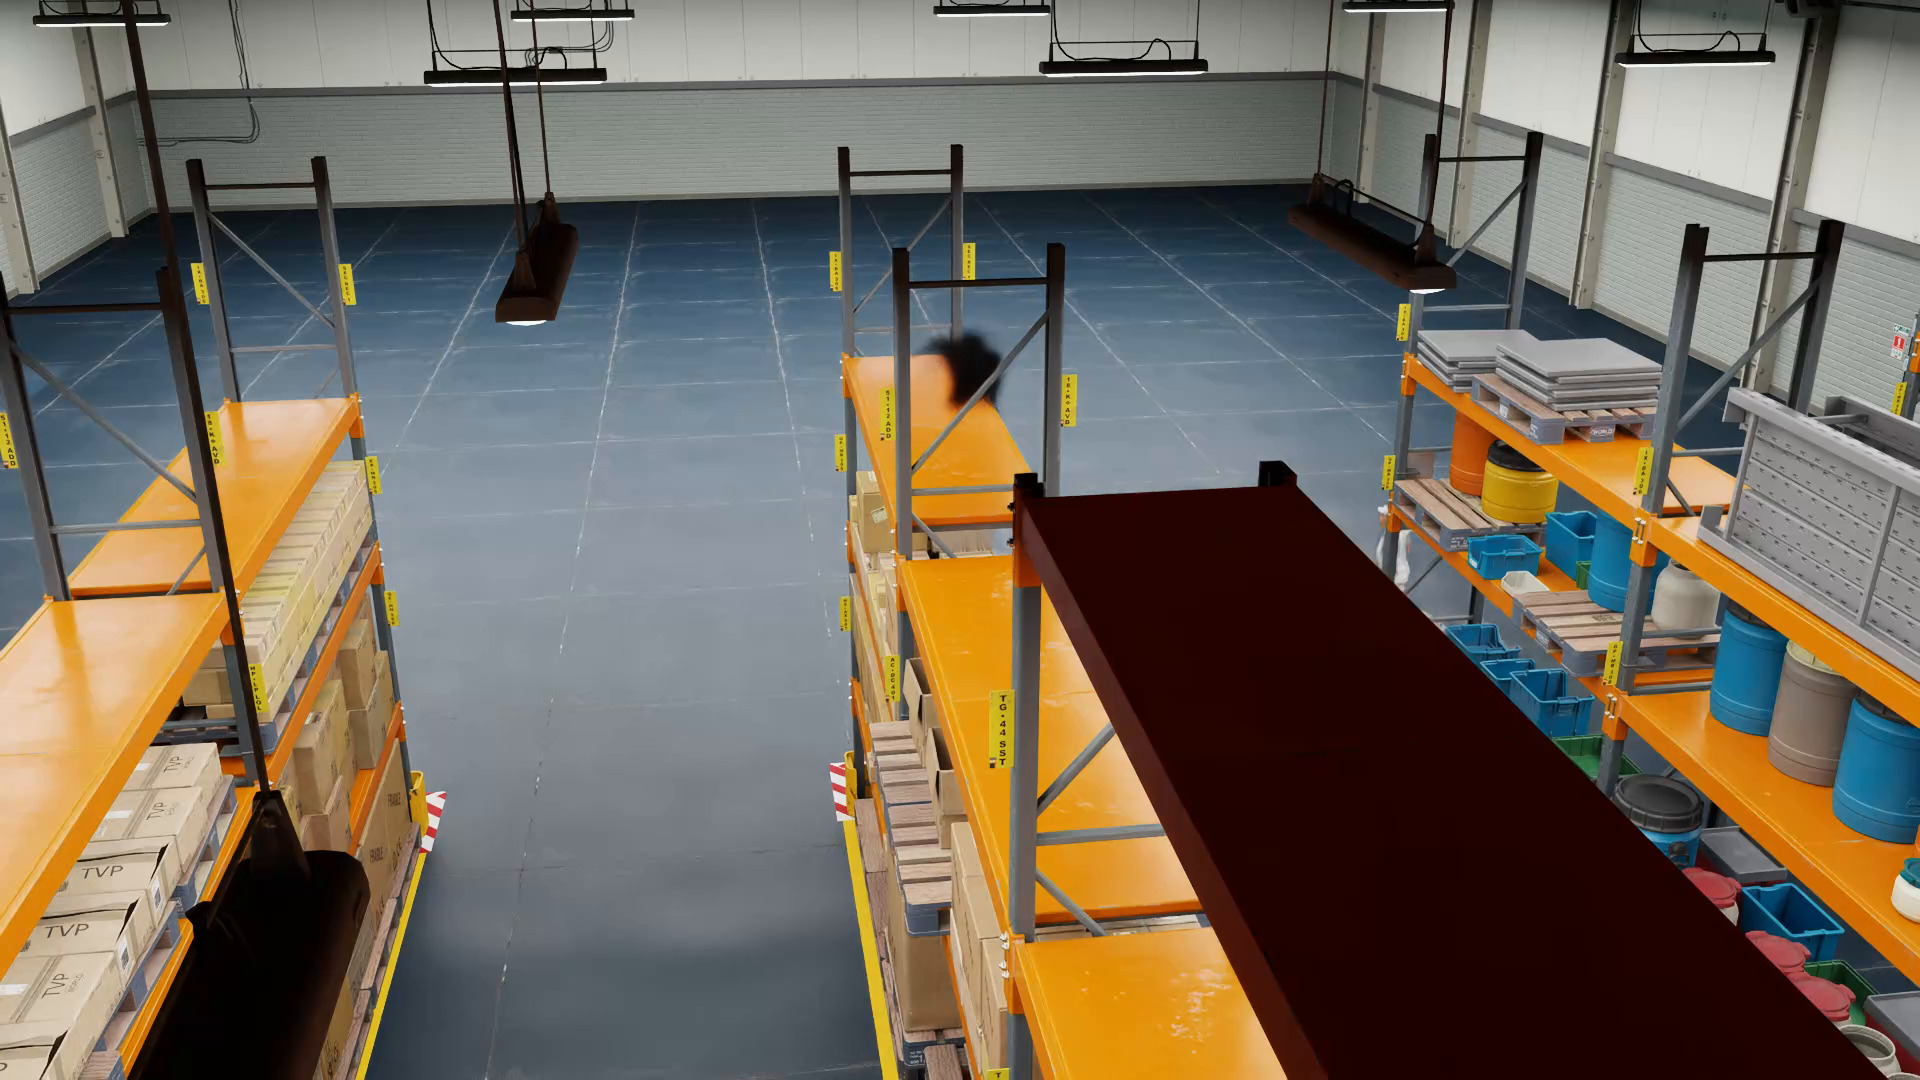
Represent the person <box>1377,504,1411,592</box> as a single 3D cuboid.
[{"bbox_3d":[4.724,0.411,18.243,0.649,1.729,0.623,8,23,20],"label":"person"}]
